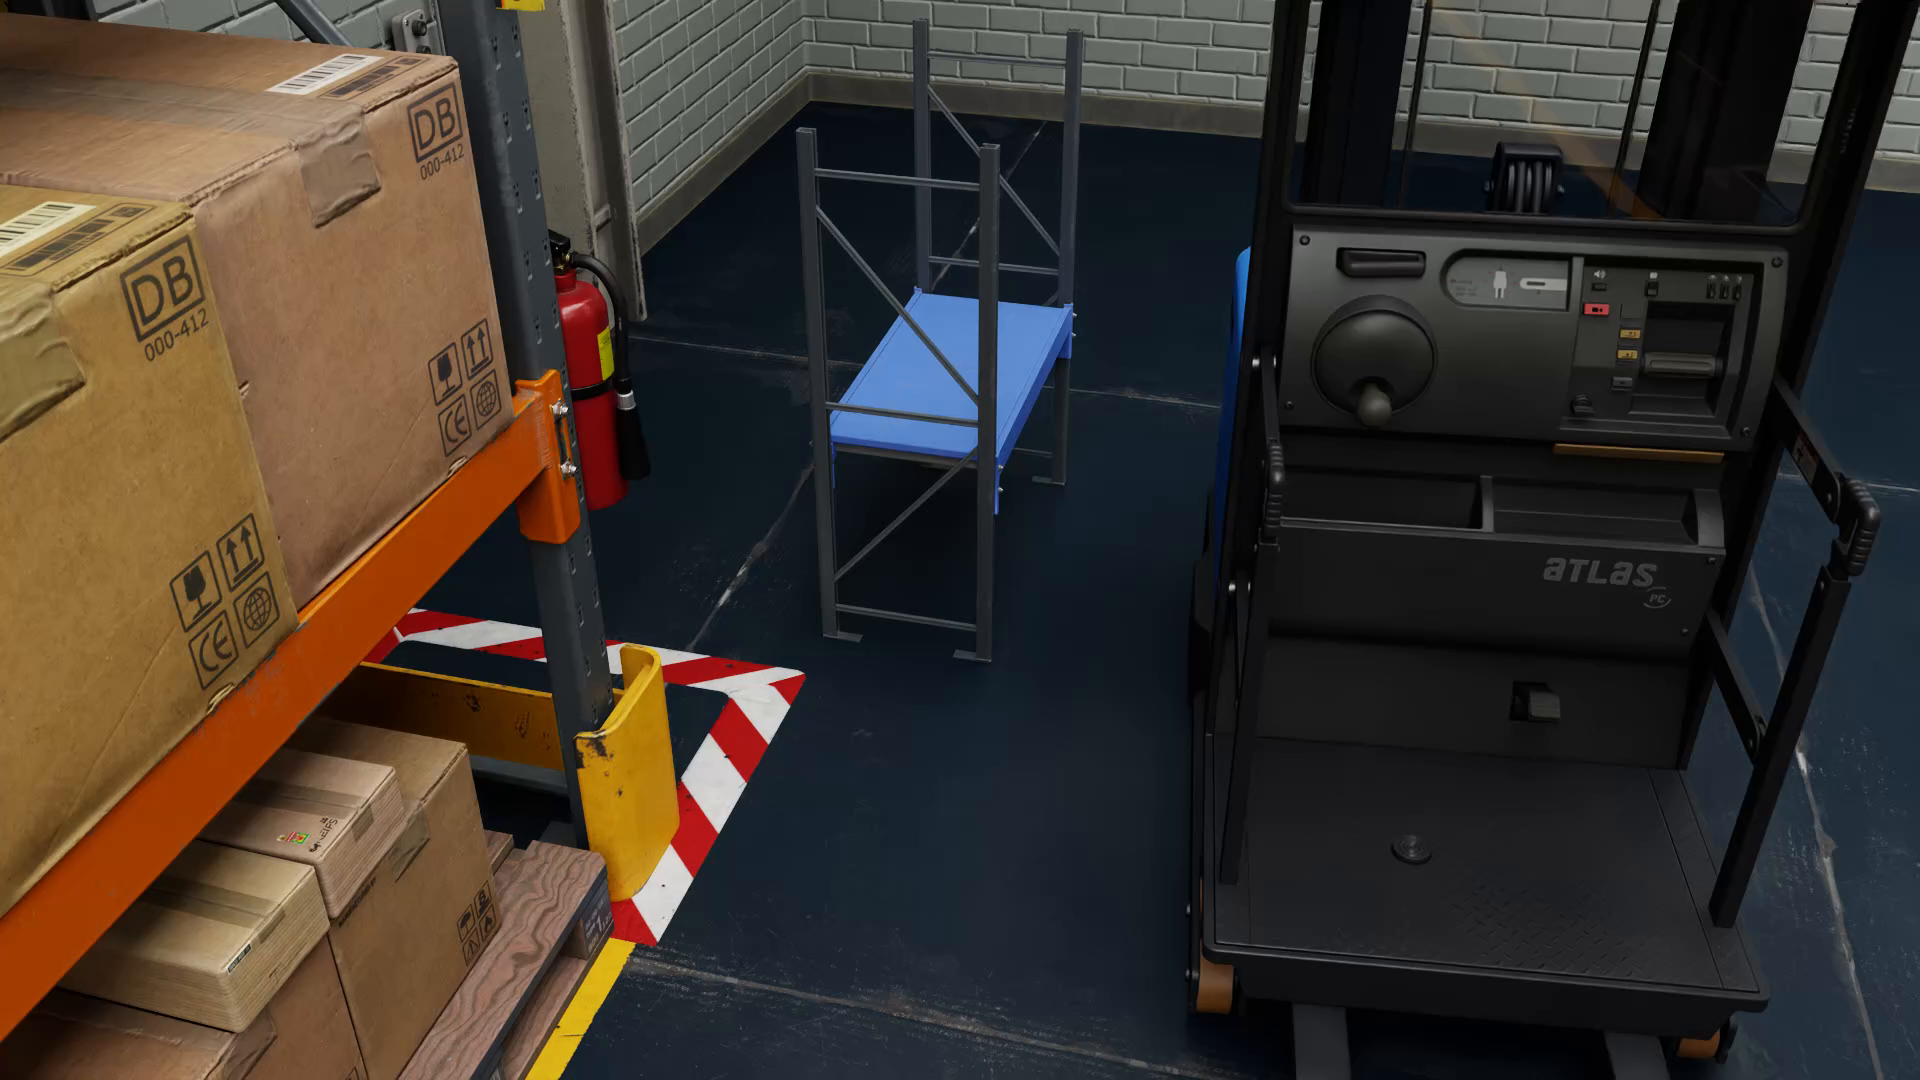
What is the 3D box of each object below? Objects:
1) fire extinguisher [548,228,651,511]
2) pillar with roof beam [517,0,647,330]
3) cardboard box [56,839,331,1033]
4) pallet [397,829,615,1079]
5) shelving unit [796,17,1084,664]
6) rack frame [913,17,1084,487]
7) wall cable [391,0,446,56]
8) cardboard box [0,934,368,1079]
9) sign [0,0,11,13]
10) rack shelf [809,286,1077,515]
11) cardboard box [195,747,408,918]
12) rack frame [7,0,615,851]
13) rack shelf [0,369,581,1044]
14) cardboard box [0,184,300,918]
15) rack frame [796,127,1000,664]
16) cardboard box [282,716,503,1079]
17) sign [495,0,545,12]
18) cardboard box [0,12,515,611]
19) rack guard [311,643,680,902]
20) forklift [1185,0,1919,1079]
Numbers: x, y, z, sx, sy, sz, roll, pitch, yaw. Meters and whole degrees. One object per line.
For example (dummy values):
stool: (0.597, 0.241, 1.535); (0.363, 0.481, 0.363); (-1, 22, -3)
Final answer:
fire extinguisher: (-0.813, -0.388, 3.484); (0.296, 0.674, 0.183); (8, 33, 12)
pillar with roof beam: (2.715, -4.027, 3.196); (9.100, 9.000, 0.400); (8, 33, 12)
cardboard box: (-1.299, 0.643, 2.777); (0.380, 0.149, 0.250); (9, 34, 14)
pallet: (-1.425, 1.040, 3.417); (1.003, 0.211, 1.213); (8, 33, 12)
shelving unit: (-0.022, -0.589, 4.778); (0.538, 1.500, 1.048); (8, 33, 12)
rack frame: (0.107, -0.852, 5.193); (0.500, 1.500, 0.032); (8, 33, 12)
wall cable: (-1.888, -1.784, 4.314); (0.084, 1.984, 1.851); (8, 33, 12)
cardboard box: (-1.506, 0.952, 2.895); (0.700, 0.500, 0.500); (8, 33, 12)
sign: (-1.833, -1.040, 3.209); (0.100, 0.325, 0.005); (8, 33, 12)
rack shelf: (-0.022, -0.437, 4.875); (0.538, 0.185, 1.000); (8, 33, 12)
cardboard box: (-1.235, 0.510, 2.986); (0.380, 0.149, 0.250); (8, 33, 12)
rack frame: (-1.298, -0.562, 3.339); (1.000, 3.000, 0.127); (8, 33, 12)
rack shelf: (-1.805, 0.779, 1.899); (1.077, 0.370, 4.000); (8, 33, 12)
cardboard box: (-1.591, -0.044, 2.243); (0.980, 0.700, 0.700); (8, 33, 12)
rack frame: (-0.151, -0.325, 4.363); (0.500, 1.500, 0.032); (8, 33, 12)
cardboard box: (-1.379, 0.692, 3.304); (0.700, 0.500, 0.500); (8, 33, 12)
sign: (-0.776, -1.070, 2.837); (0.100, 0.325, 0.005); (8, 33, 12)
cardboard box: (-1.418, -0.423, 2.840); (0.980, 0.700, 0.700); (10, 34, 15)
rack guard: (-1.292, 0.480, 4.029); (1.175, 0.500, 0.348); (8, 33, 12)
forklift: (1.082, -0.339, 3.052); (1.130, 2.935, 3.031); (4, 33, 6)
